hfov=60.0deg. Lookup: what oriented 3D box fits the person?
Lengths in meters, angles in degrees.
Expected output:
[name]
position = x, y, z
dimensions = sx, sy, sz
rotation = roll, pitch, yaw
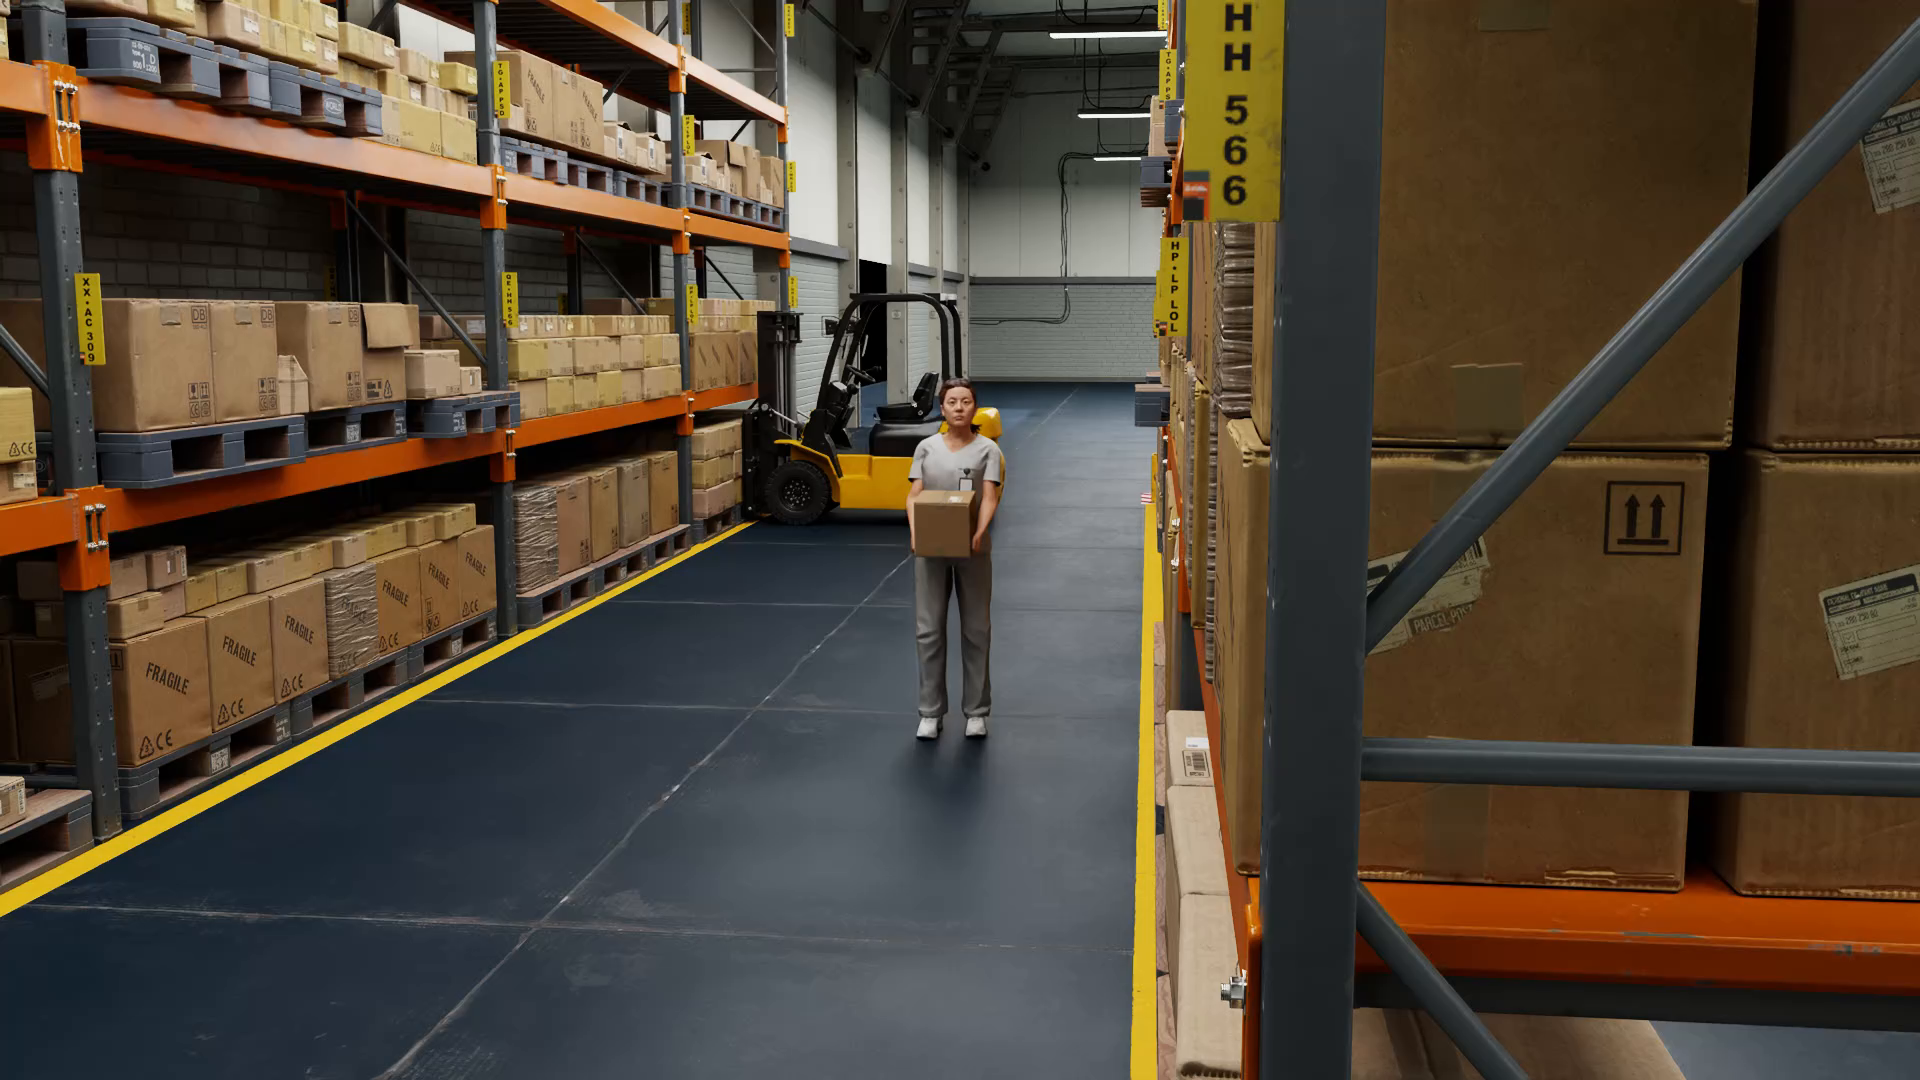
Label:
[person]
position = -0.034, 0.085, 7.722
dimensions = 0.437, 1.662, 0.555
rotation = 1, 8, 7
